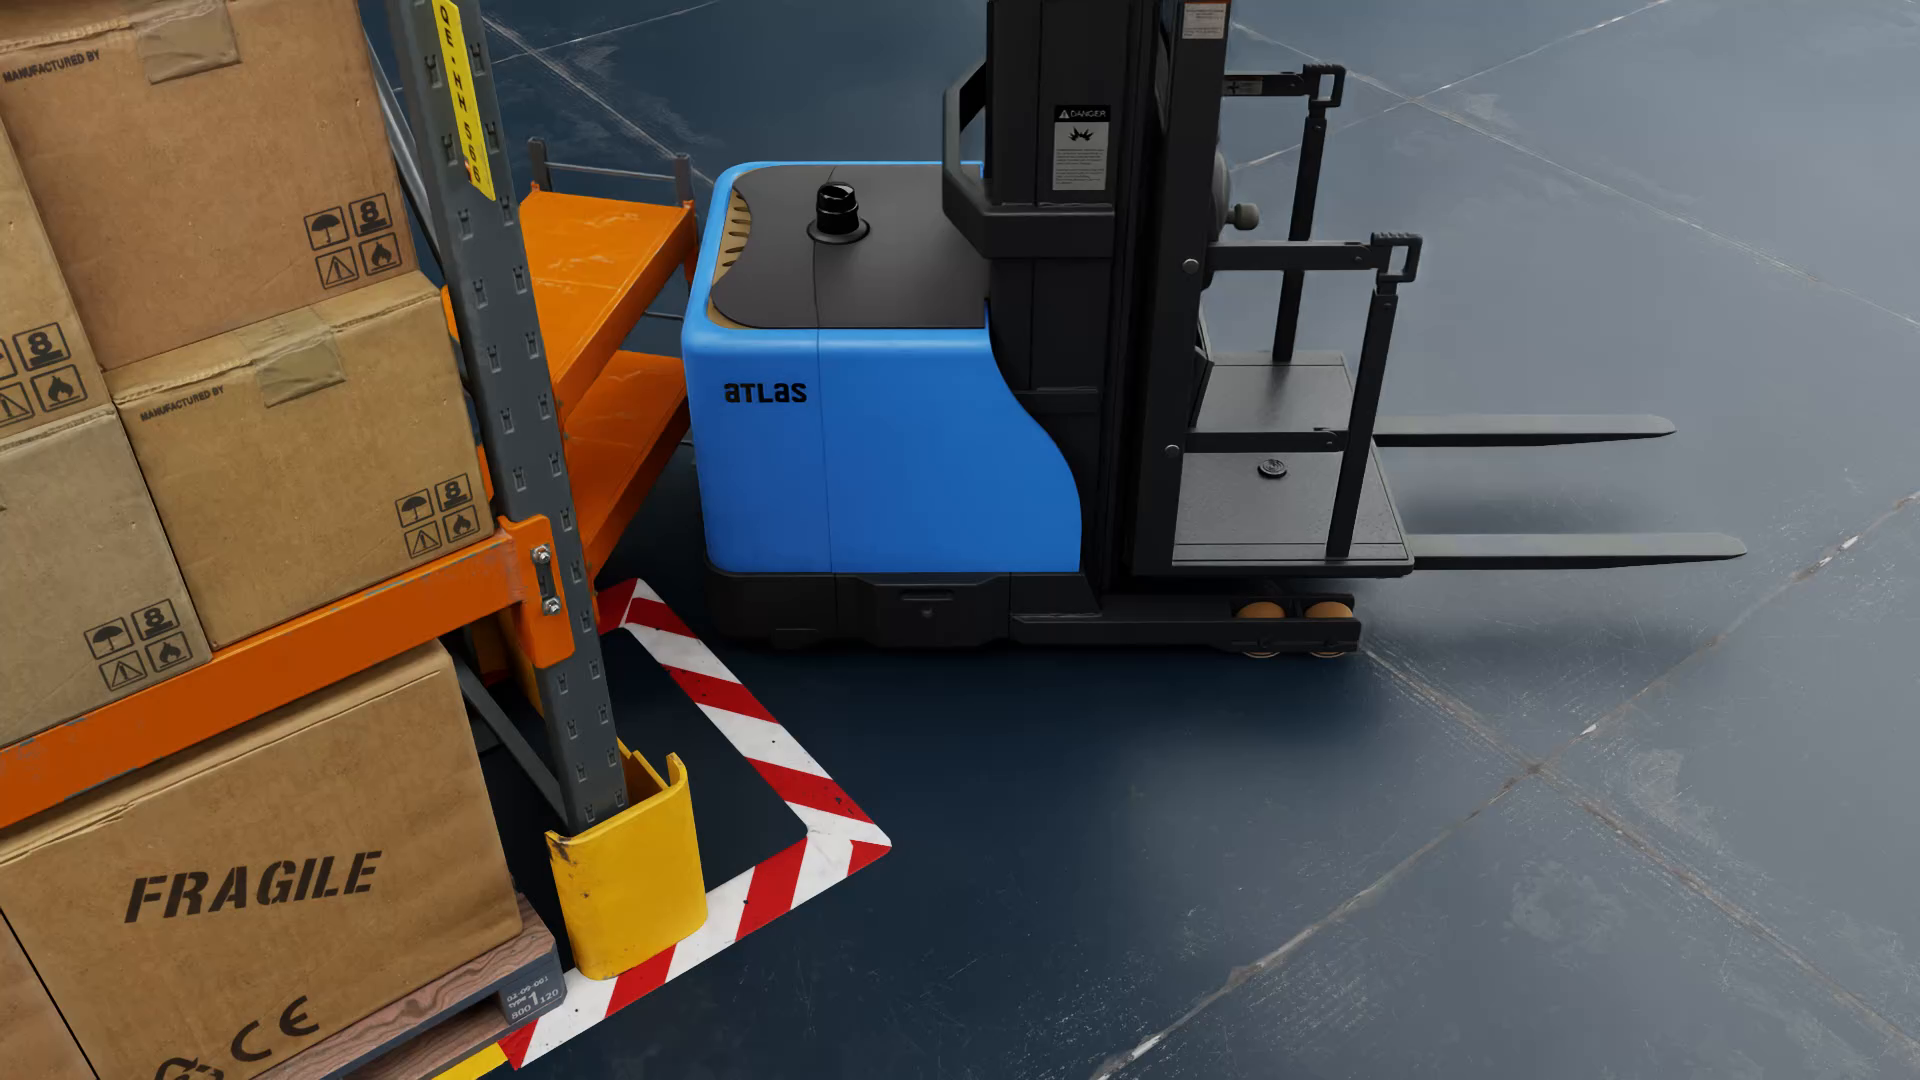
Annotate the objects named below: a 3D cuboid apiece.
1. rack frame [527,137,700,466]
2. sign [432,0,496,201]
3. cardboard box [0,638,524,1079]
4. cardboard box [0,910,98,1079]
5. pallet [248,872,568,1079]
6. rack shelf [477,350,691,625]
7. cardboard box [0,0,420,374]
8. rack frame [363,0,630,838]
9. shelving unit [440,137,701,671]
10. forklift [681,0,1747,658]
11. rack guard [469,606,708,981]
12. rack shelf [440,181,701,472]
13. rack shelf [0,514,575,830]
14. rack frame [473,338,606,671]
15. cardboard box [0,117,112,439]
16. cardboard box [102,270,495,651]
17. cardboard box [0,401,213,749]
[{"bbox_3d":[-1.033,-0.715,5.235,0.500,1.125,0.032,9,40,10],"label":"rack frame"},{"bbox_3d":[-0.790,-0.703,2.642,0.005,0.325,0.100,-26,46,-28],"label":"sign"},{"bbox_3d":[-1.607,0.512,3.605,0.875,0.875,0.875,-26,46,-28],"label":"cardboard box"},{"bbox_3d":[-2.304,0.853,3.189,0.875,0.875,0.875,-27,46,-29],"label":"cardboard box"},{"bbox_3d":[-1.696,0.984,3.884,1.213,0.211,1.003,-26,46,-28],"label":"pallet"},{"bbox_3d":[-1.151,-0.212,5.007,0.538,0.278,1.000,9,40,10],"label":"rack shelf"},{"bbox_3d":[-1.428,-0.794,2.883,0.550,0.550,0.875,-26,46,-28],"label":"cardboard box"},{"bbox_3d":[-1.110,-0.442,3.424,0.127,3.000,1.000,-26,46,-28],"label":"rack frame"},{"bbox_3d":[-1.151,-0.401,4.852,0.538,1.125,1.048,9,40,10],"label":"shelving unit"},{"bbox_3d":[0.783,-1.129,4.315,3.031,2.935,1.130,0,39,0],"label":"forklift"},{"bbox_3d":[-1.091,0.515,4.228,0.348,0.500,1.175,-26,46,-28],"label":"rack guard"},{"bbox_3d":[-1.151,-0.628,4.667,0.538,0.278,1.000,9,40,10],"label":"rack shelf"},{"bbox_3d":[-2.696,0.609,2.710,4.000,0.370,1.077,-26,46,-28],"label":"rack shelf"},{"bbox_3d":[-1.268,-0.088,4.470,0.500,1.125,0.032,9,40,10],"label":"rack frame"},{"bbox_3d":[-1.808,-0.535,2.567,0.550,0.550,0.875,-26,46,-28],"label":"cardboard box"},{"bbox_3d":[-1.376,-0.334,3.174,0.550,0.550,0.875,-26,46,-28],"label":"cardboard box"},{"bbox_3d":[-1.799,-0.110,2.901,0.550,0.550,0.875,-26,46,-28],"label":"cardboard box"}]
